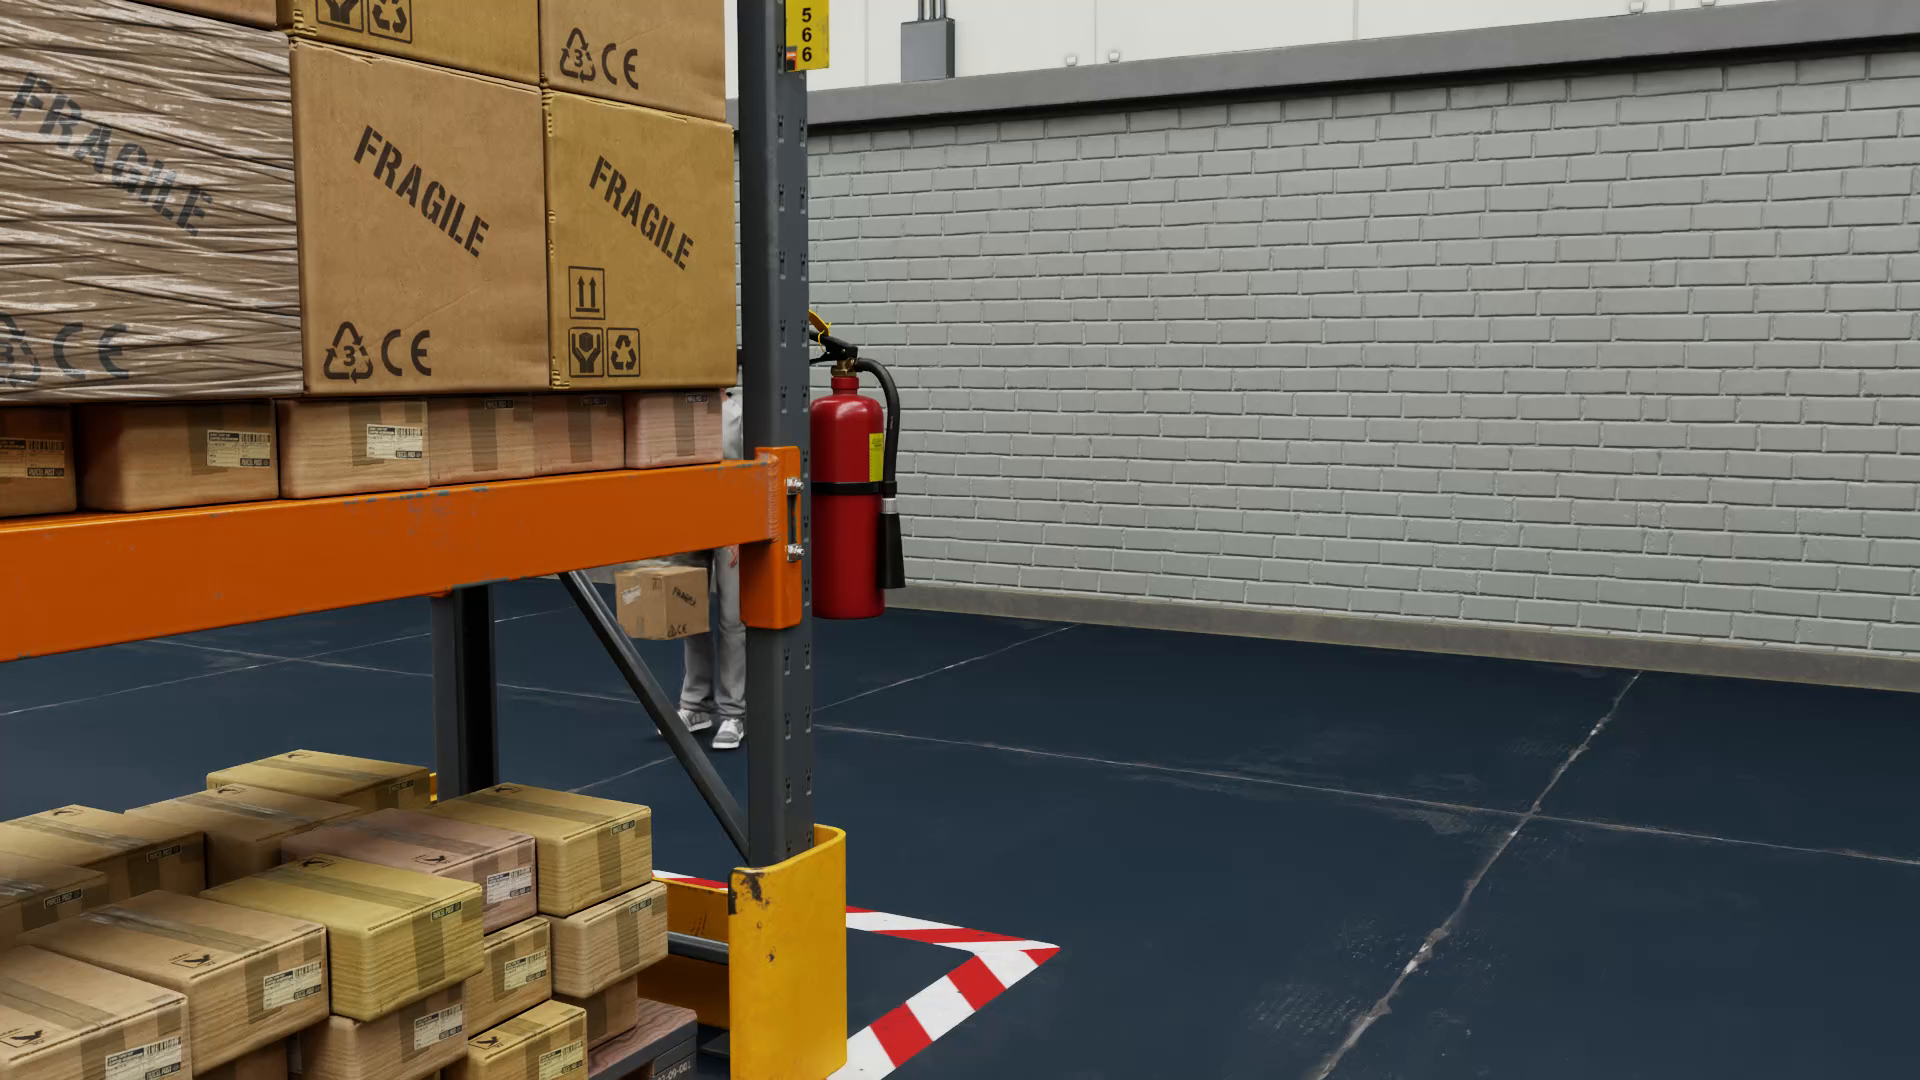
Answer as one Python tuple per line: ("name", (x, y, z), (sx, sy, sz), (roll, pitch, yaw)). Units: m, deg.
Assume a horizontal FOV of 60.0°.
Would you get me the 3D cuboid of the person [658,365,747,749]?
("person", (-0.982, -0.002, 6.524), (0.438, 1.605, 0.419), (2, 6, 14))
